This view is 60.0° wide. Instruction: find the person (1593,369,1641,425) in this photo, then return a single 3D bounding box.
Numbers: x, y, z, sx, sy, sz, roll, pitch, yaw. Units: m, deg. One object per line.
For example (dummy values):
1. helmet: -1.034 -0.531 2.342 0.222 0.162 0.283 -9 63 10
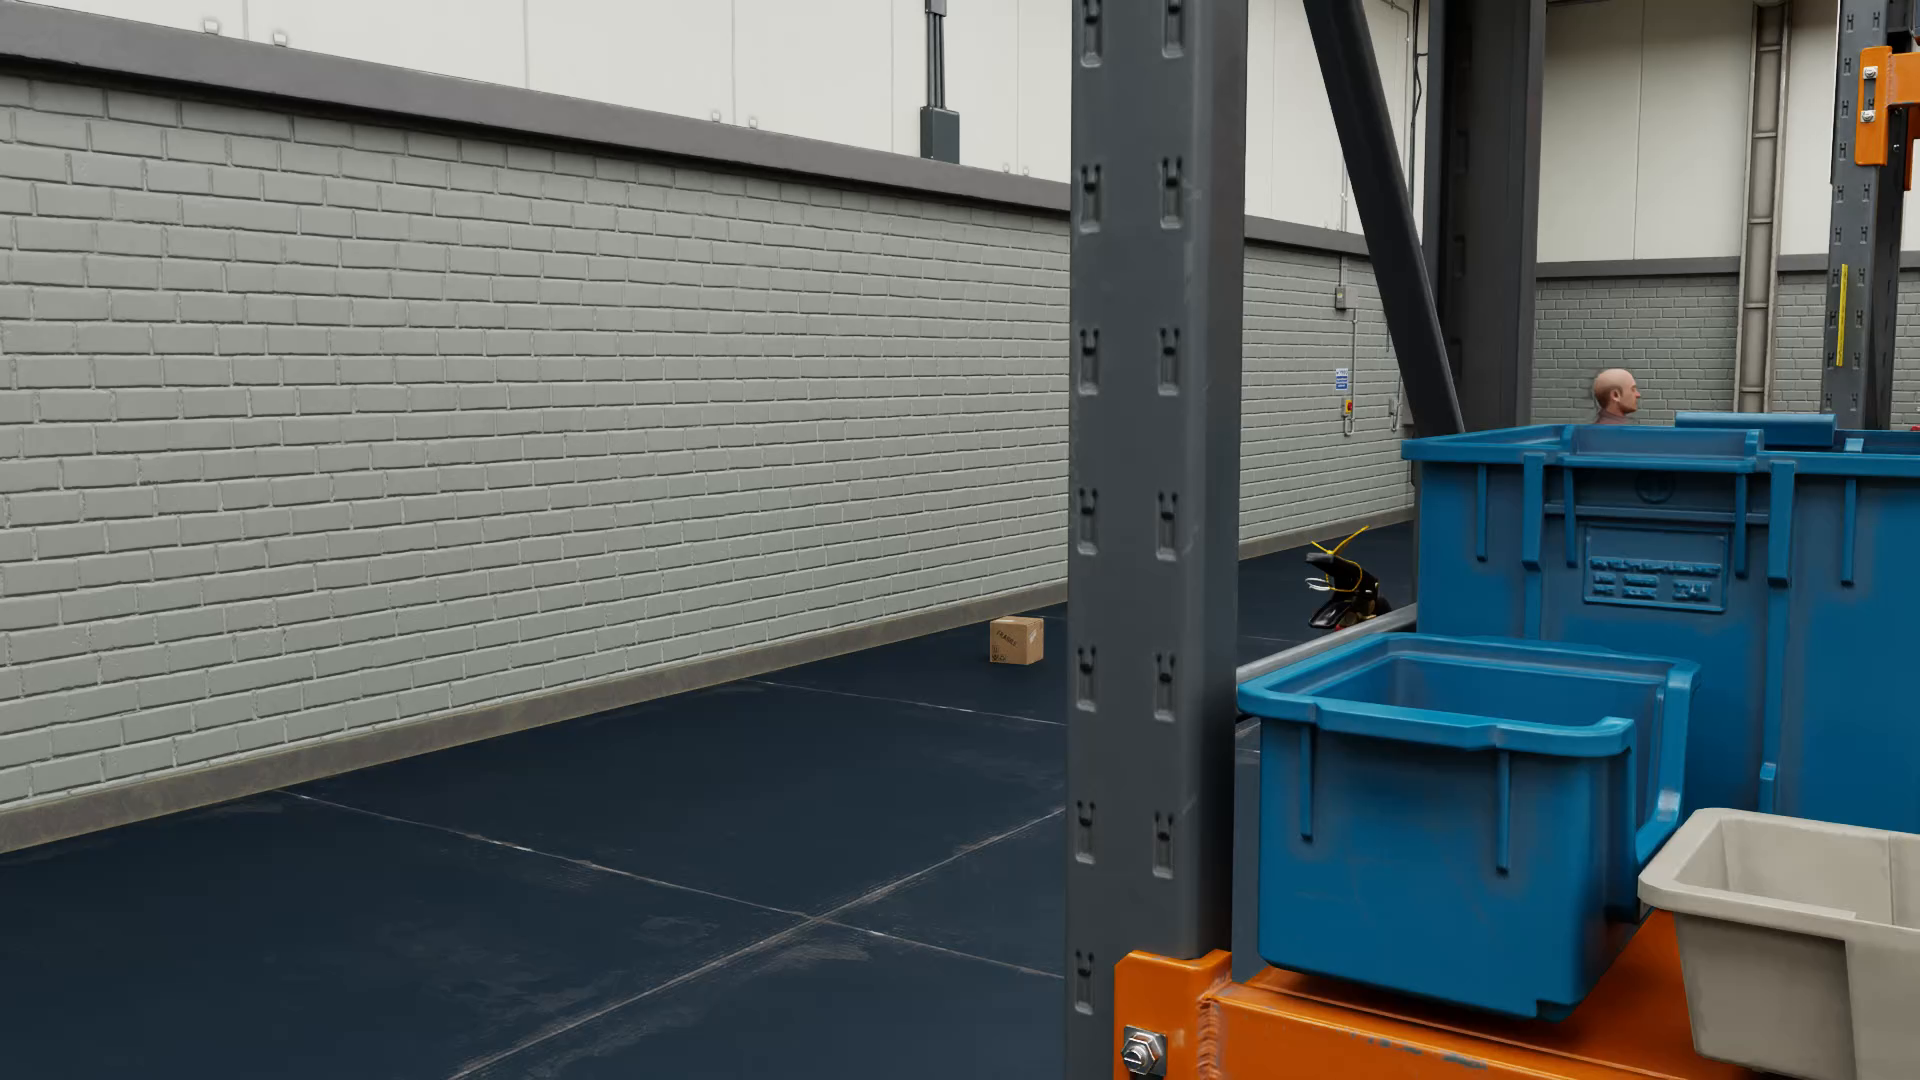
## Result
1. person: 3.507 -0.032 8.905 0.684 1.762 0.574 2 6 16
